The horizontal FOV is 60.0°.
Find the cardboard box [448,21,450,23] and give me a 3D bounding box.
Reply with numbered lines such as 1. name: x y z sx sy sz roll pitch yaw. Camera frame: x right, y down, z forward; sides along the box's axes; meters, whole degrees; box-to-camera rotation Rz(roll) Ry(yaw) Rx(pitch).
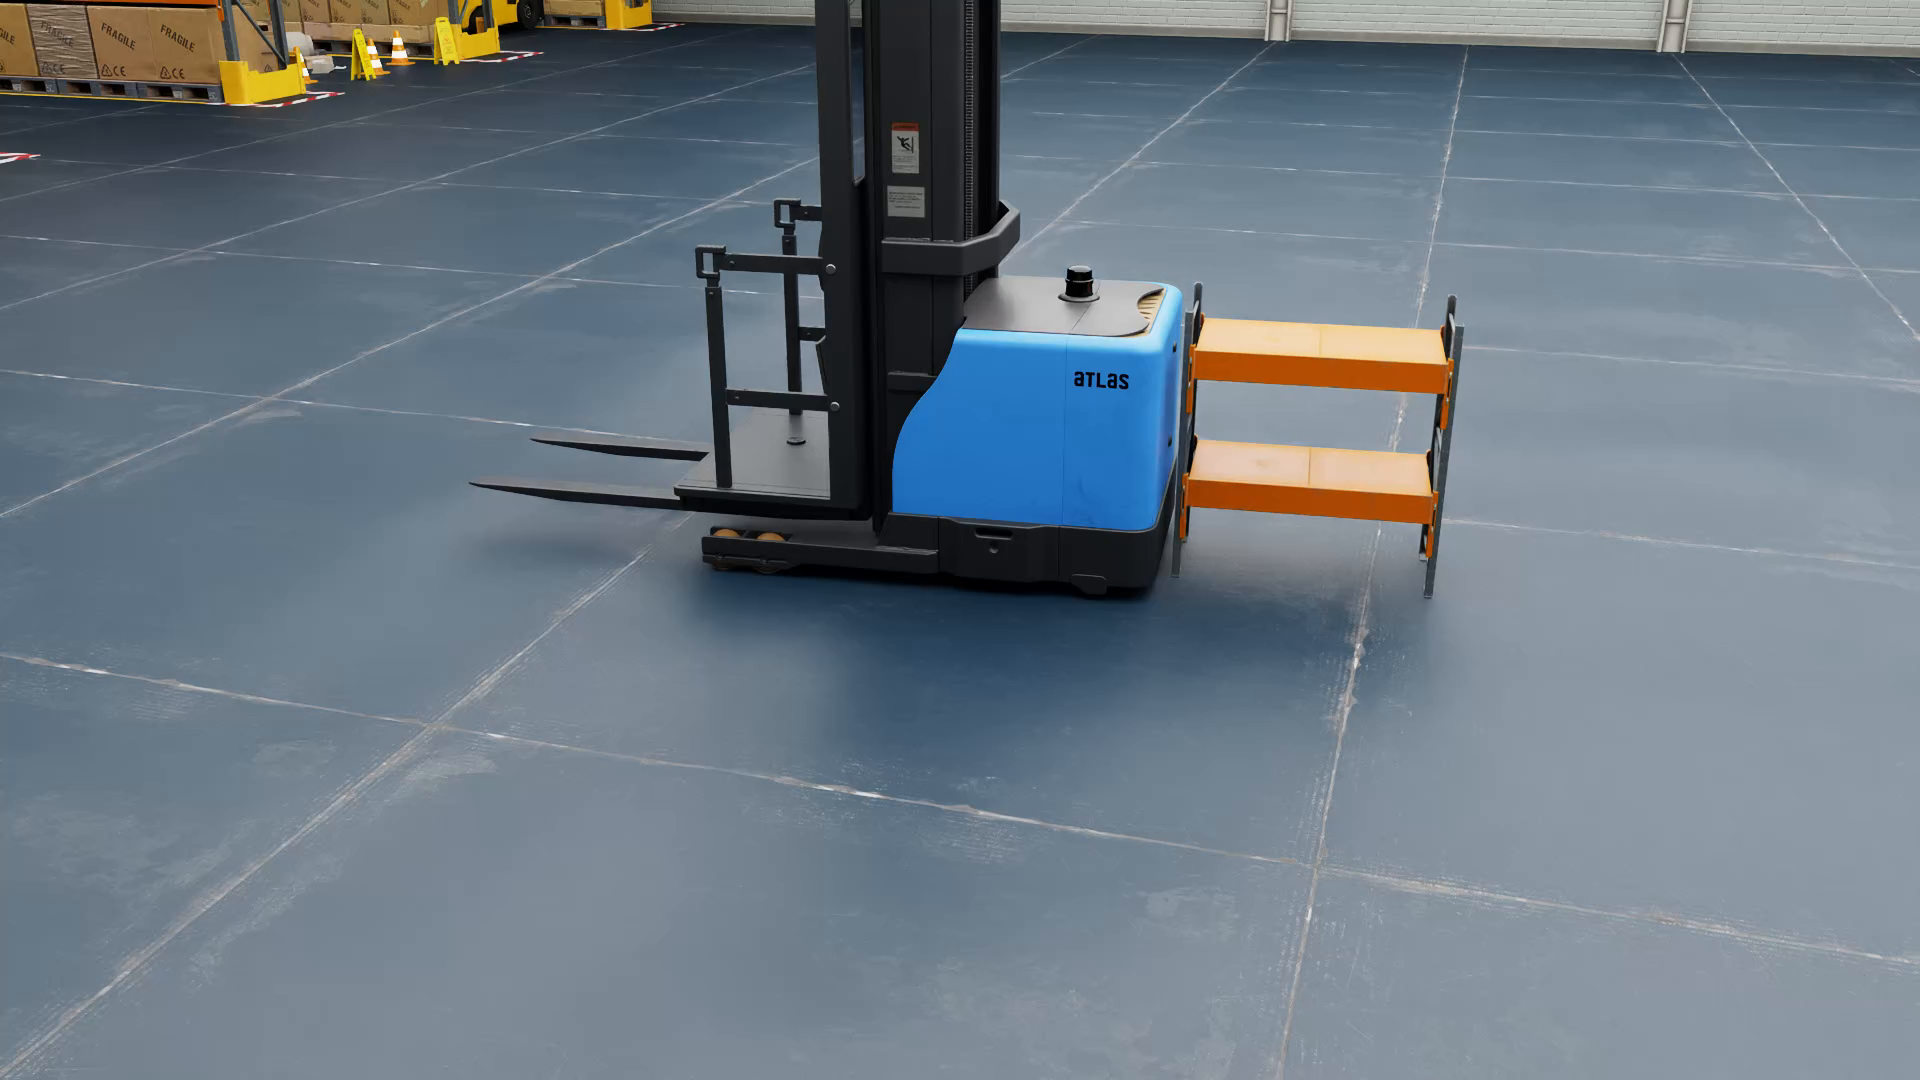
1. cardboard box: -7.997 -7.804 25.412 0.500 0.250 0.500 6 23 15

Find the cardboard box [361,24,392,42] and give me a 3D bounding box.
1. cardboard box: -8.650 -7.665 25.074 0.500 0.250 0.500 7 23 16

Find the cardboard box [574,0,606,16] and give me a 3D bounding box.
1. cardboard box: -6.416 -9.355 29.195 0.500 0.250 0.500 7 23 16

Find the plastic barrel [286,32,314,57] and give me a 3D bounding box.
1. plastic barrel: -9.720 -7.177 24.209 0.512 0.421 0.421 -14 26 -30

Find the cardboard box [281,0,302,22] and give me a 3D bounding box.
1. cardboard box: -10.132 -8.183 25.348 0.500 0.500 0.500 8 23 18

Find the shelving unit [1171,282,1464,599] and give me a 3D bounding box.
1. shelving unit: 1.441 -0.418 6.808 1.048 1.125 0.538 5 23 11

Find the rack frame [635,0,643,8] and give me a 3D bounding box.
1. rack frame: -5.875 -10.497 28.907 0.127 3.000 1.000 7 23 16

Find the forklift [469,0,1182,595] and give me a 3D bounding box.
1. forklift: -0.608 -1.405 6.834 3.031 2.935 1.130 5 23 11

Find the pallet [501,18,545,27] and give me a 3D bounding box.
1. pallet: -7.783 -9.410 29.931 1.213 0.211 1.003 7 23 15

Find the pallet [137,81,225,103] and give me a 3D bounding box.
1. pallet: -9.426 -5.652 20.771 1.213 0.211 1.003 7 23 15

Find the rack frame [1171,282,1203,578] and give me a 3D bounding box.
1. rack frame: 0.944 -0.458 6.905 0.032 1.125 0.500 5 23 11

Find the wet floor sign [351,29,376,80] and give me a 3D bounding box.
1. wet floor sign: -8.038 -6.510 22.290 0.232 0.644 0.267 3 22 6

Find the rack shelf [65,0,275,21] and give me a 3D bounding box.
1. rack shelf: -10.553 -6.770 20.769 4.000 0.370 1.077 7 23 16

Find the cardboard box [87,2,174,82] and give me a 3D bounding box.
1. cardboard box: -10.149 -6.240 20.777 0.875 0.875 0.875 6 23 15

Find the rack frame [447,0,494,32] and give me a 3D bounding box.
1. rack frame: -7.305 -8.693 24.509 0.127 3.000 1.000 7 23 16

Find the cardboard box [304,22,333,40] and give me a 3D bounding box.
1. cardboard box: -9.625 -7.779 25.351 0.500 0.250 0.500 6 23 15

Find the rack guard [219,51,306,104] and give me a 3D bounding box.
1. rack guard: -8.615 -5.724 20.566 0.348 0.500 1.175 7 23 16

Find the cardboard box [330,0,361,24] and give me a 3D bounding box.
1. cardboard box: -9.129 -8.069 25.070 0.500 0.500 0.500 6 23 14

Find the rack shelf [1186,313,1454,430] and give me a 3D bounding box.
1. rack shelf: 1.441 -0.689 6.697 1.000 0.278 0.538 5 23 11

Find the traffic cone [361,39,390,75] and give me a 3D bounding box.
1. traffic cone: -8.084 -6.657 22.889 0.334 0.463 0.336 7 23 16

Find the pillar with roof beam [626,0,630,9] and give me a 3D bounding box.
1. pillar with roof beam: -7.524 -12.112 24.939 0.400 9.000 9.100 7 23 16

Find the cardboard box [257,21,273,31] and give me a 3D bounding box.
1. cardboard box: -10.648 -7.891 25.623 0.500 0.250 0.500 5 23 13

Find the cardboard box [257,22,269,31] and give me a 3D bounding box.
1. cardboard box: -10.502 -7.364 24.560 0.500 0.500 0.500 -14 26 -30

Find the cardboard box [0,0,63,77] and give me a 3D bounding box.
1. cardboard box: -11.886 -6.438 21.260 0.875 0.875 0.875 7 23 16

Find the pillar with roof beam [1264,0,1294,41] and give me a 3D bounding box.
1. pillar with roof beam: 3.964 -10.796 21.732 0.400 9.000 9.100 7 23 16

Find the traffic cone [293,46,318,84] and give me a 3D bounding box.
1. traffic cone: -8.736 -6.284 21.979 0.334 0.463 0.336 7 23 16

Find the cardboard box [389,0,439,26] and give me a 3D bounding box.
1. cardboard box: -8.147 -7.955 24.792 0.500 0.500 0.500 7 23 16

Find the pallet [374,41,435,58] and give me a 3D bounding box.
1. pallet: -8.145 -7.513 25.307 1.213 0.211 1.003 7 23 16

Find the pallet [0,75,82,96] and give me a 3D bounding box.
1. pallet: -11.762 -5.920 21.423 1.213 0.211 1.003 7 23 15

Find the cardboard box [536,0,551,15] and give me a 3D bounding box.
1. cardboard box: -7.366 -9.471 29.478 0.500 0.250 0.500 7 23 16

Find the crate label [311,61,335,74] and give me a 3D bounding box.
1. crate label: -8.855 -6.570 23.106 0.298 0.136 0.250 -5 23 -12
